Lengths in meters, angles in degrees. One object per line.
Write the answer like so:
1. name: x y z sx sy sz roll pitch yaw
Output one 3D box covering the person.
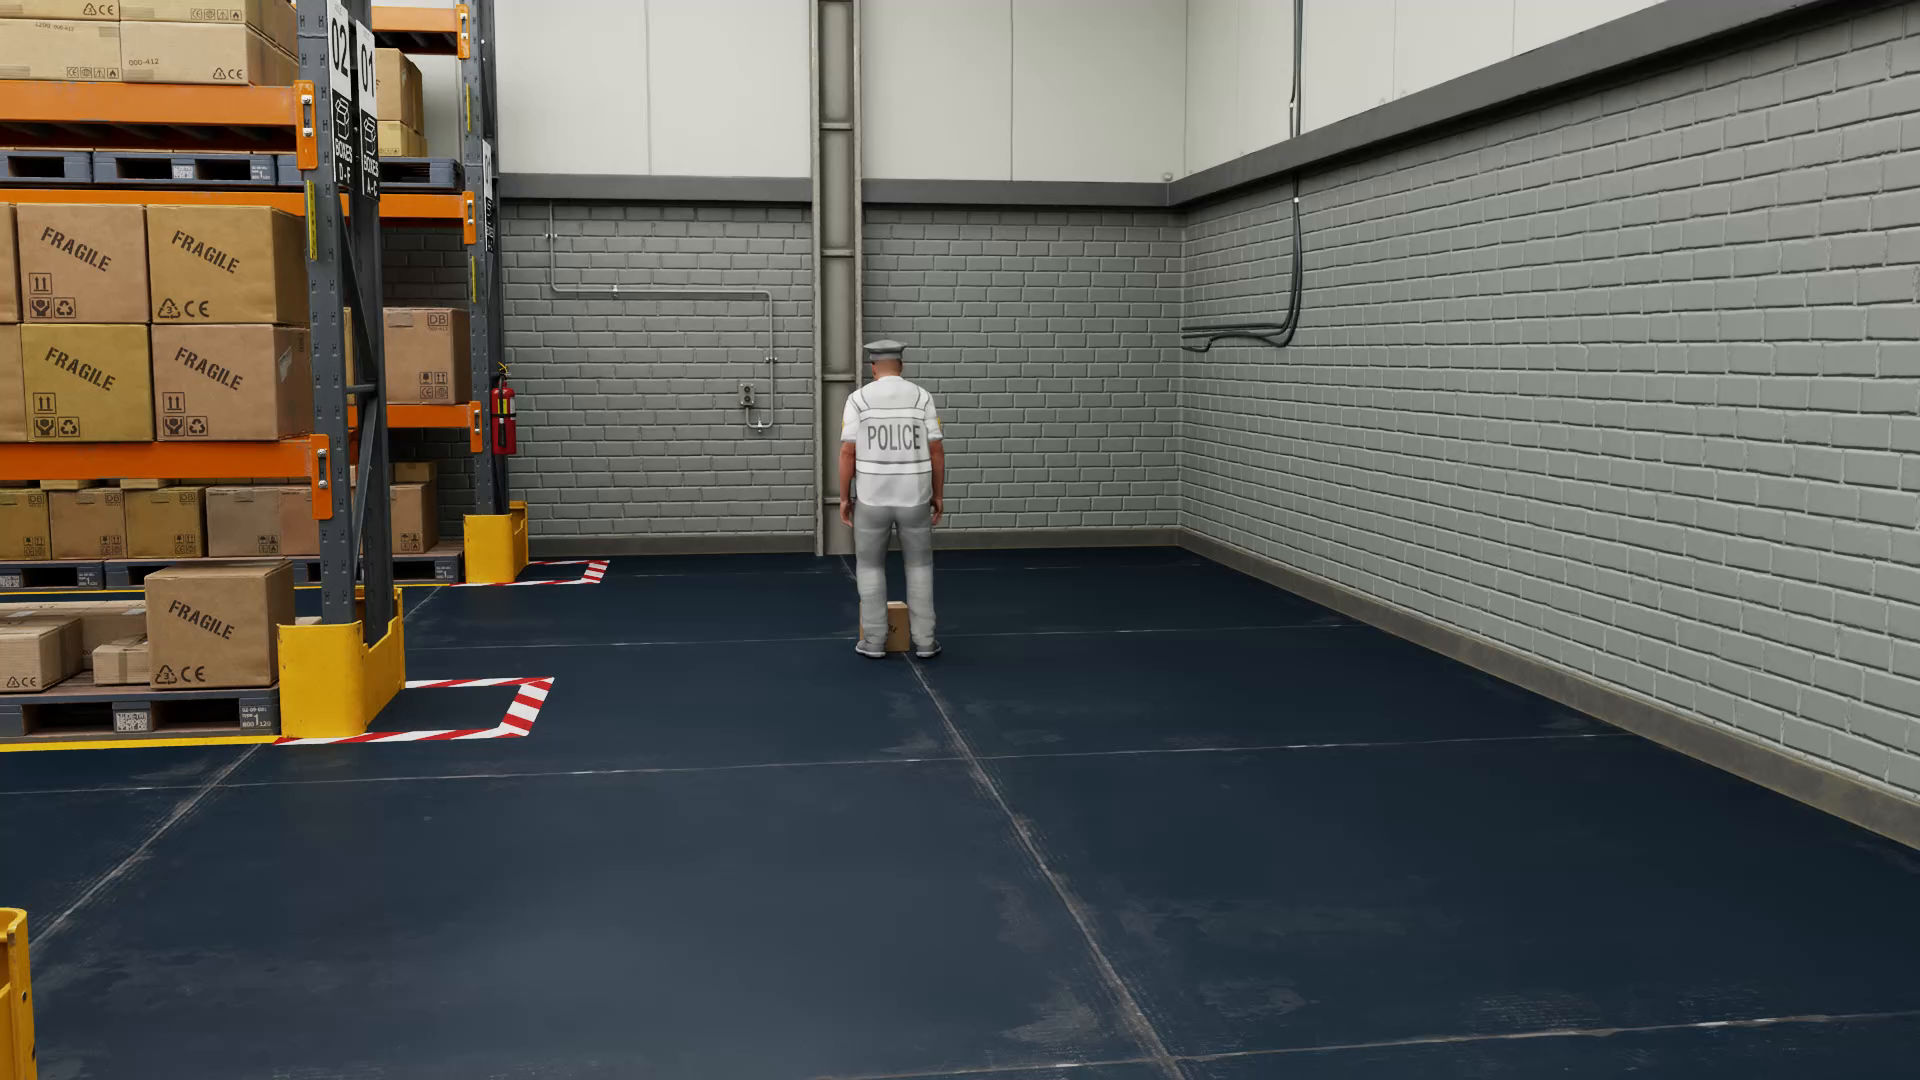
1. person: -0.374 -0.223 9.156 0.586 1.748 0.467 -1 7 -8
